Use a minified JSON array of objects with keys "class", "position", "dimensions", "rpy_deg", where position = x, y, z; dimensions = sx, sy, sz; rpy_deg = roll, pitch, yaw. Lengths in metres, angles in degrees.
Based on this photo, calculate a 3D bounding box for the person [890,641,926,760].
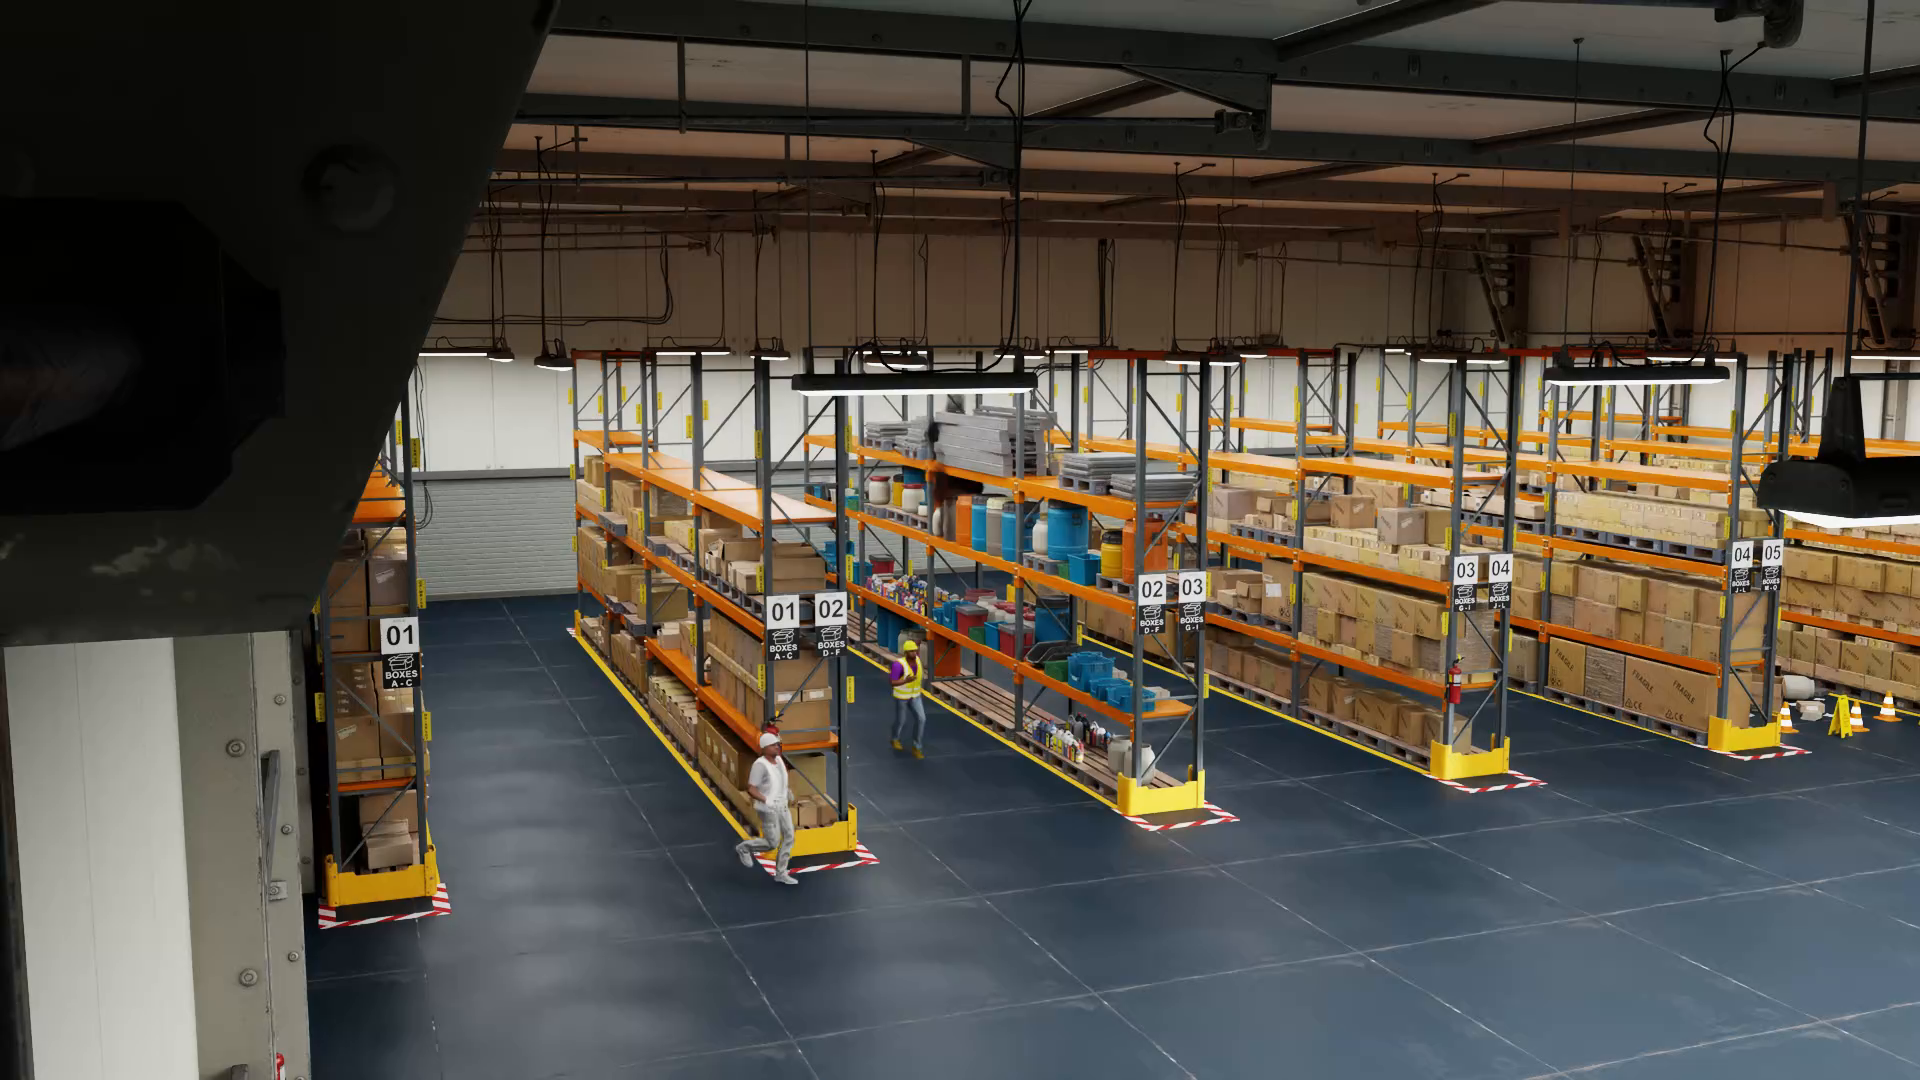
[{"class":"person","position":[-0.809,2.387,24.890],"dimensions":[0.675,1.827,0.863],"rpy_deg":[-4,8,-31]}]

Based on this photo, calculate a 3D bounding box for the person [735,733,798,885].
[{"class":"person","position":[-2.192,3.090,19.208],"dimensions":[0.722,1.759,0.689],"rpy_deg":[3,8,25]}]
